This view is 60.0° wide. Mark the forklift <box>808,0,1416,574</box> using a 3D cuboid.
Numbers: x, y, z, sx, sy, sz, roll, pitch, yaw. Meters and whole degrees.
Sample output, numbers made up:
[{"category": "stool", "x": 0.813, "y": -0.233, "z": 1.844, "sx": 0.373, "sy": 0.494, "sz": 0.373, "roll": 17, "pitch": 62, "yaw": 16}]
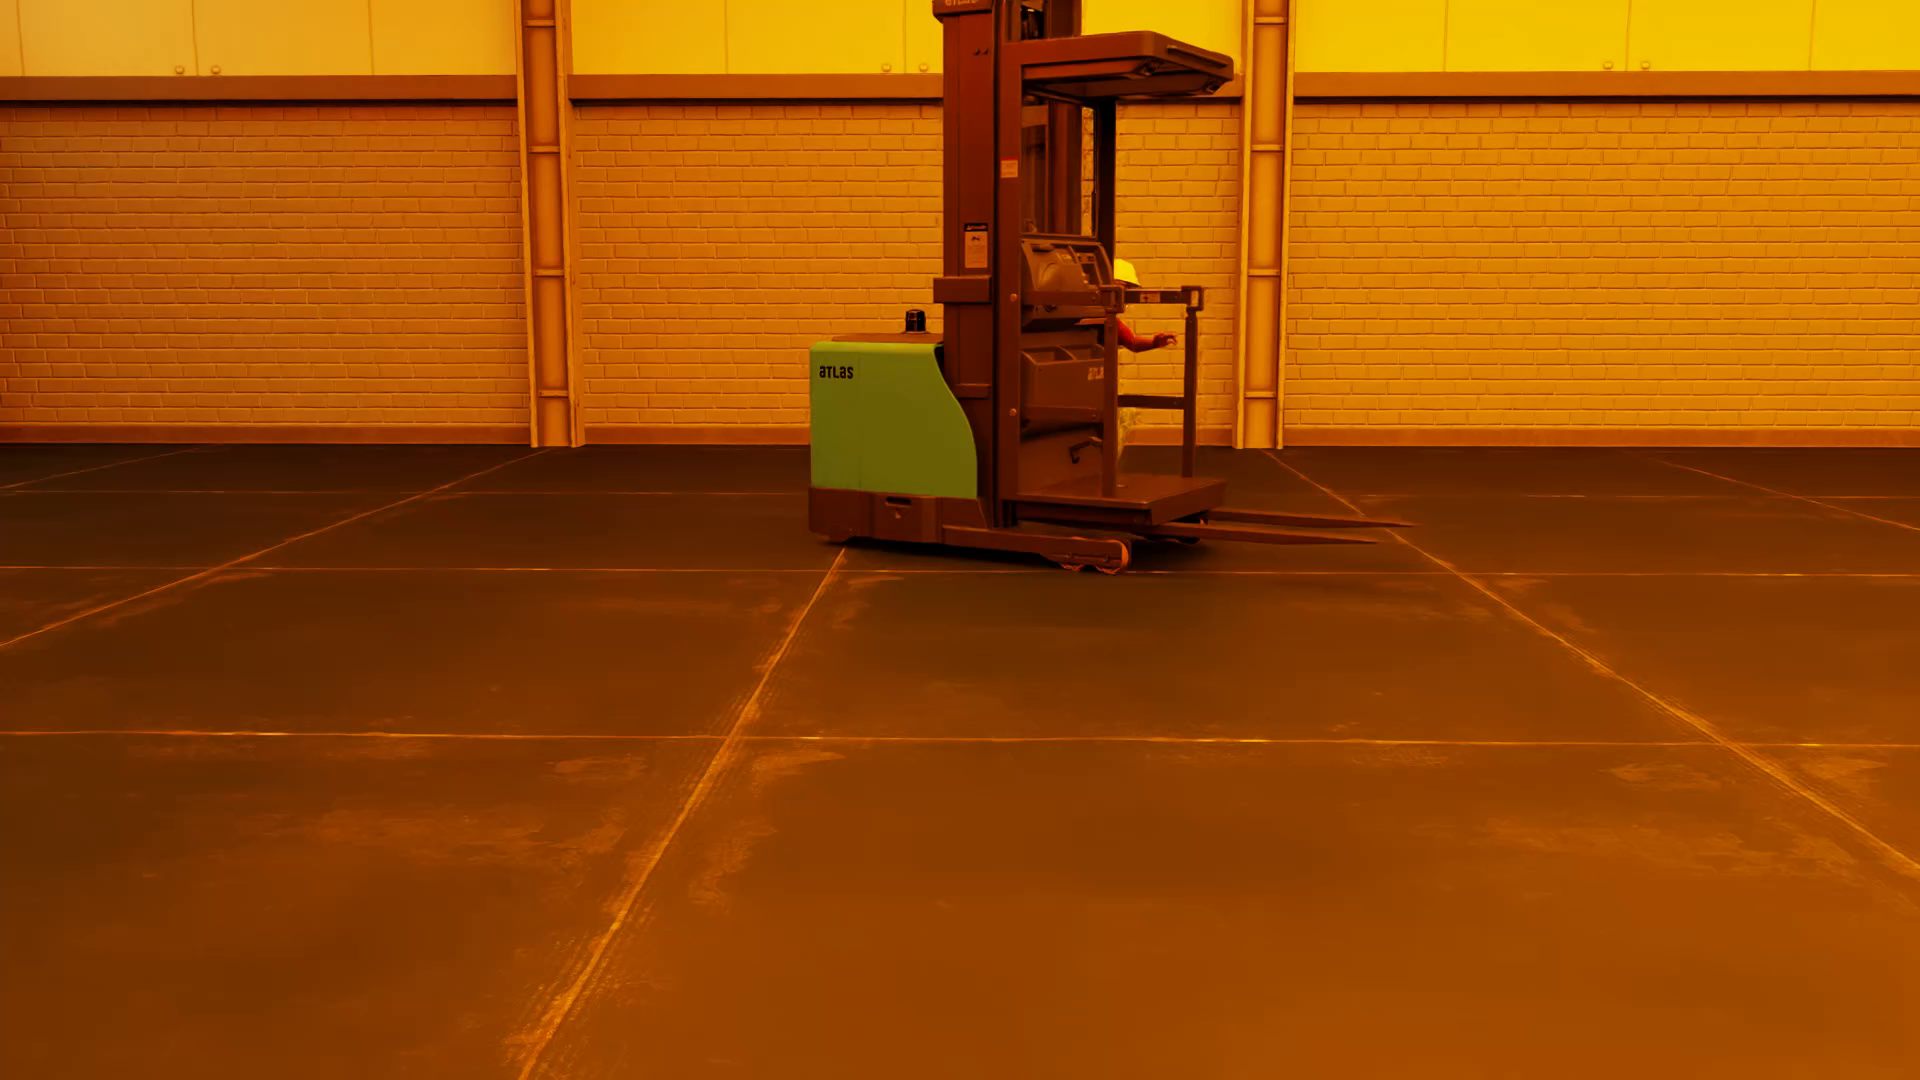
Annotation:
[{"category": "forklift", "x": 0.729, "y": -1.378, "z": 8.314, "sx": 3.031, "sy": 2.935, "sz": 1.130, "roll": 5, "pitch": 10, "yaw": 30}]

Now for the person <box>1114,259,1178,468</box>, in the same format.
[{"category": "person", "x": 0.877, "y": -0.924, "z": 10.033, "sx": 0.901, "sy": 1.512, "sz": 1.030, "roll": 0, "pitch": 9, "yaw": 2}]
